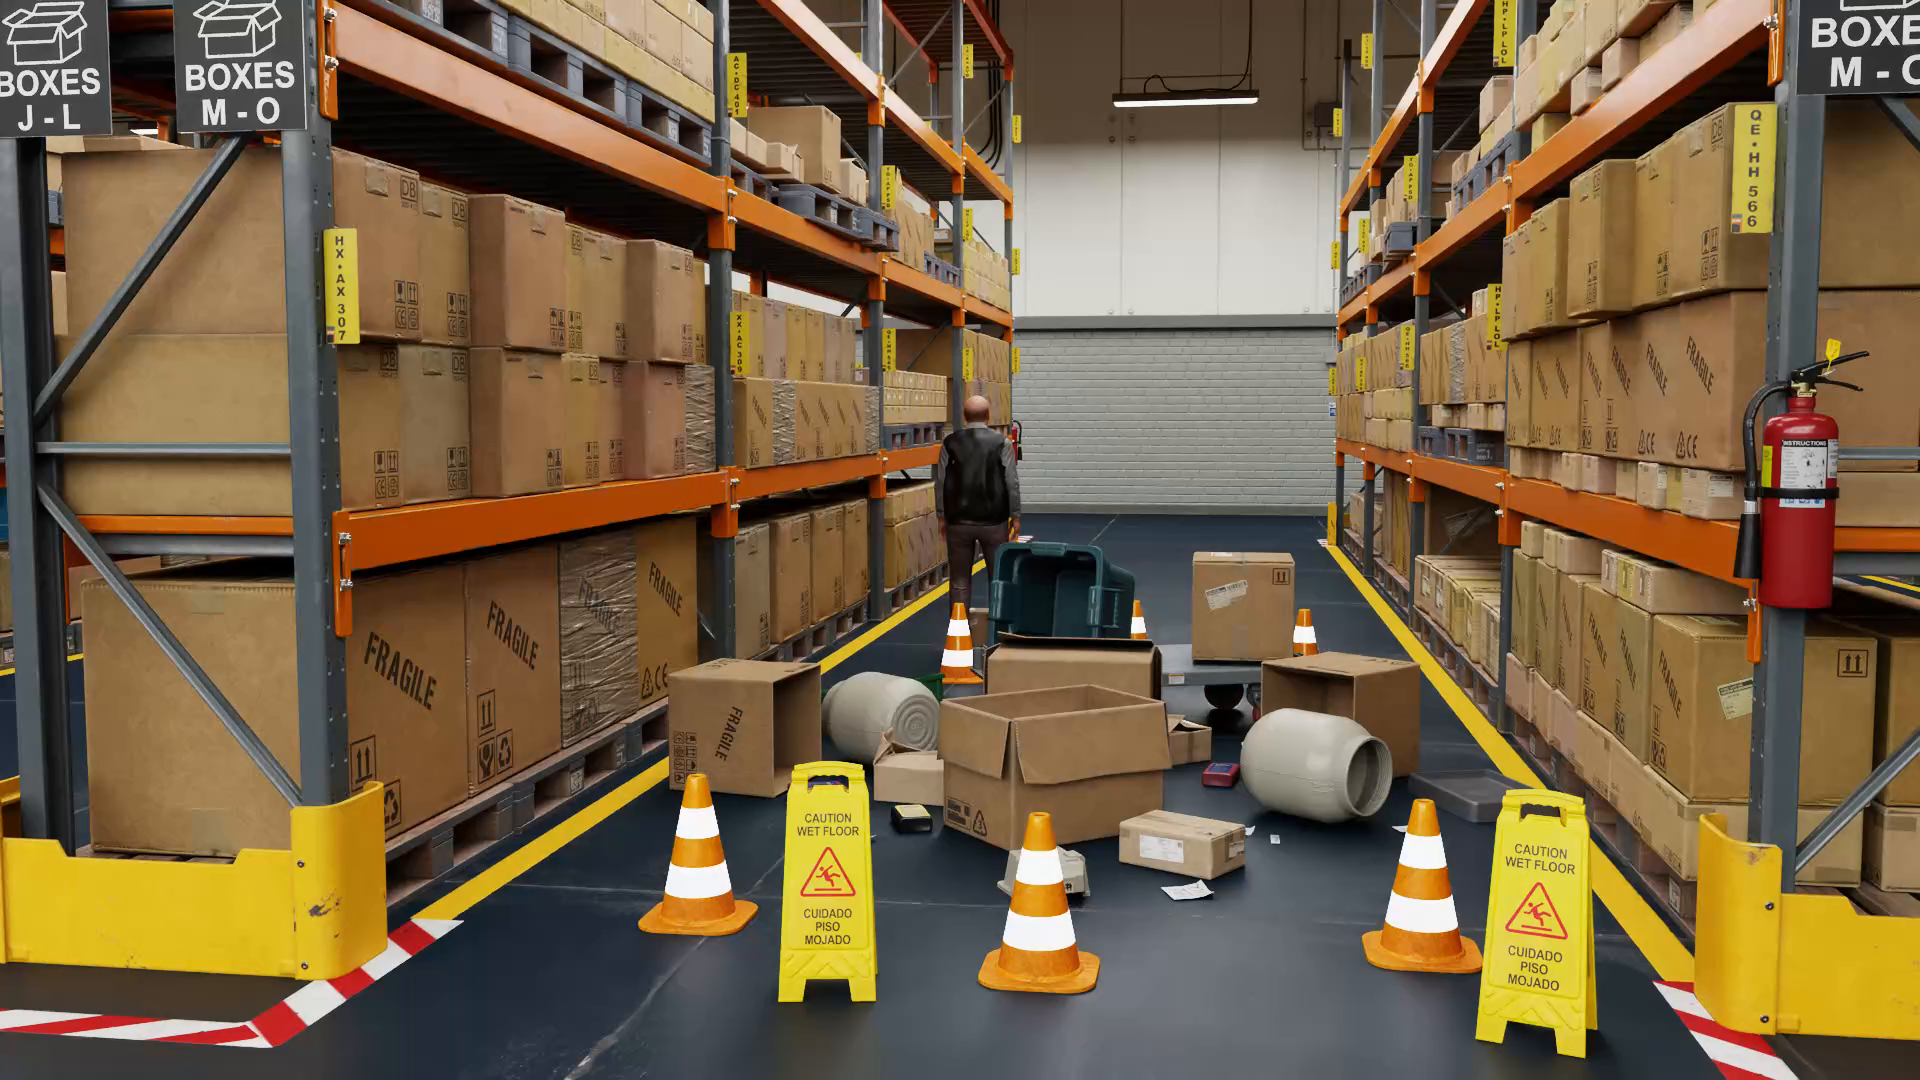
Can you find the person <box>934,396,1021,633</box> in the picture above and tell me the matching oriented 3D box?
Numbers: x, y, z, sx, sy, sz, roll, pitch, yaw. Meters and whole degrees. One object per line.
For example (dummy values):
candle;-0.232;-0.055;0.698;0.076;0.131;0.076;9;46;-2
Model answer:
person;0.117;-0.080;11.123;0.579;1.560;0.410;1;4;8
